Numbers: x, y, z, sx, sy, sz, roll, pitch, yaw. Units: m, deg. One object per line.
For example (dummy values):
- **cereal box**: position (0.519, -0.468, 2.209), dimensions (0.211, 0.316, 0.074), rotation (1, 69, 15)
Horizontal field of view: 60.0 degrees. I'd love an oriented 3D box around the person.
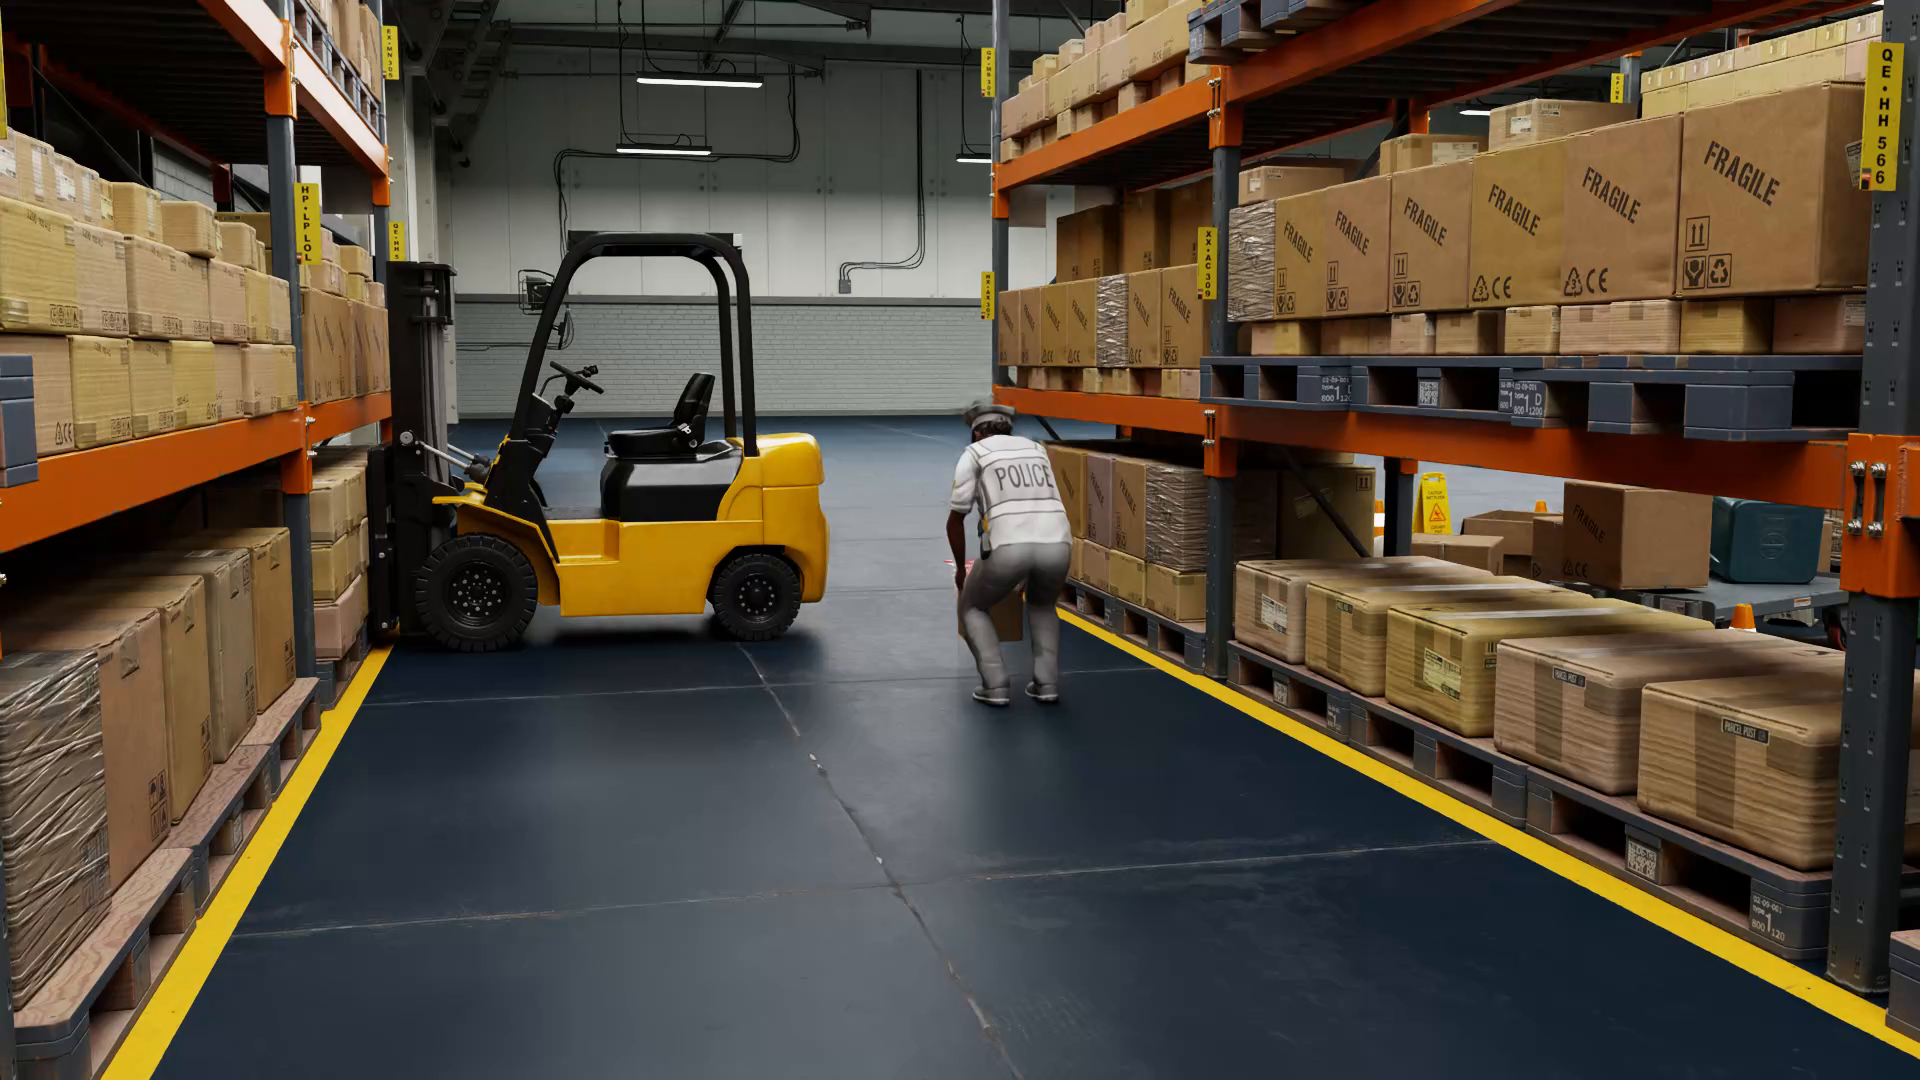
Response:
- **person**: position (0.253, 0.108, 7.237), dimensions (0.443, 1.104, 0.532), rotation (-2, 6, -14)
